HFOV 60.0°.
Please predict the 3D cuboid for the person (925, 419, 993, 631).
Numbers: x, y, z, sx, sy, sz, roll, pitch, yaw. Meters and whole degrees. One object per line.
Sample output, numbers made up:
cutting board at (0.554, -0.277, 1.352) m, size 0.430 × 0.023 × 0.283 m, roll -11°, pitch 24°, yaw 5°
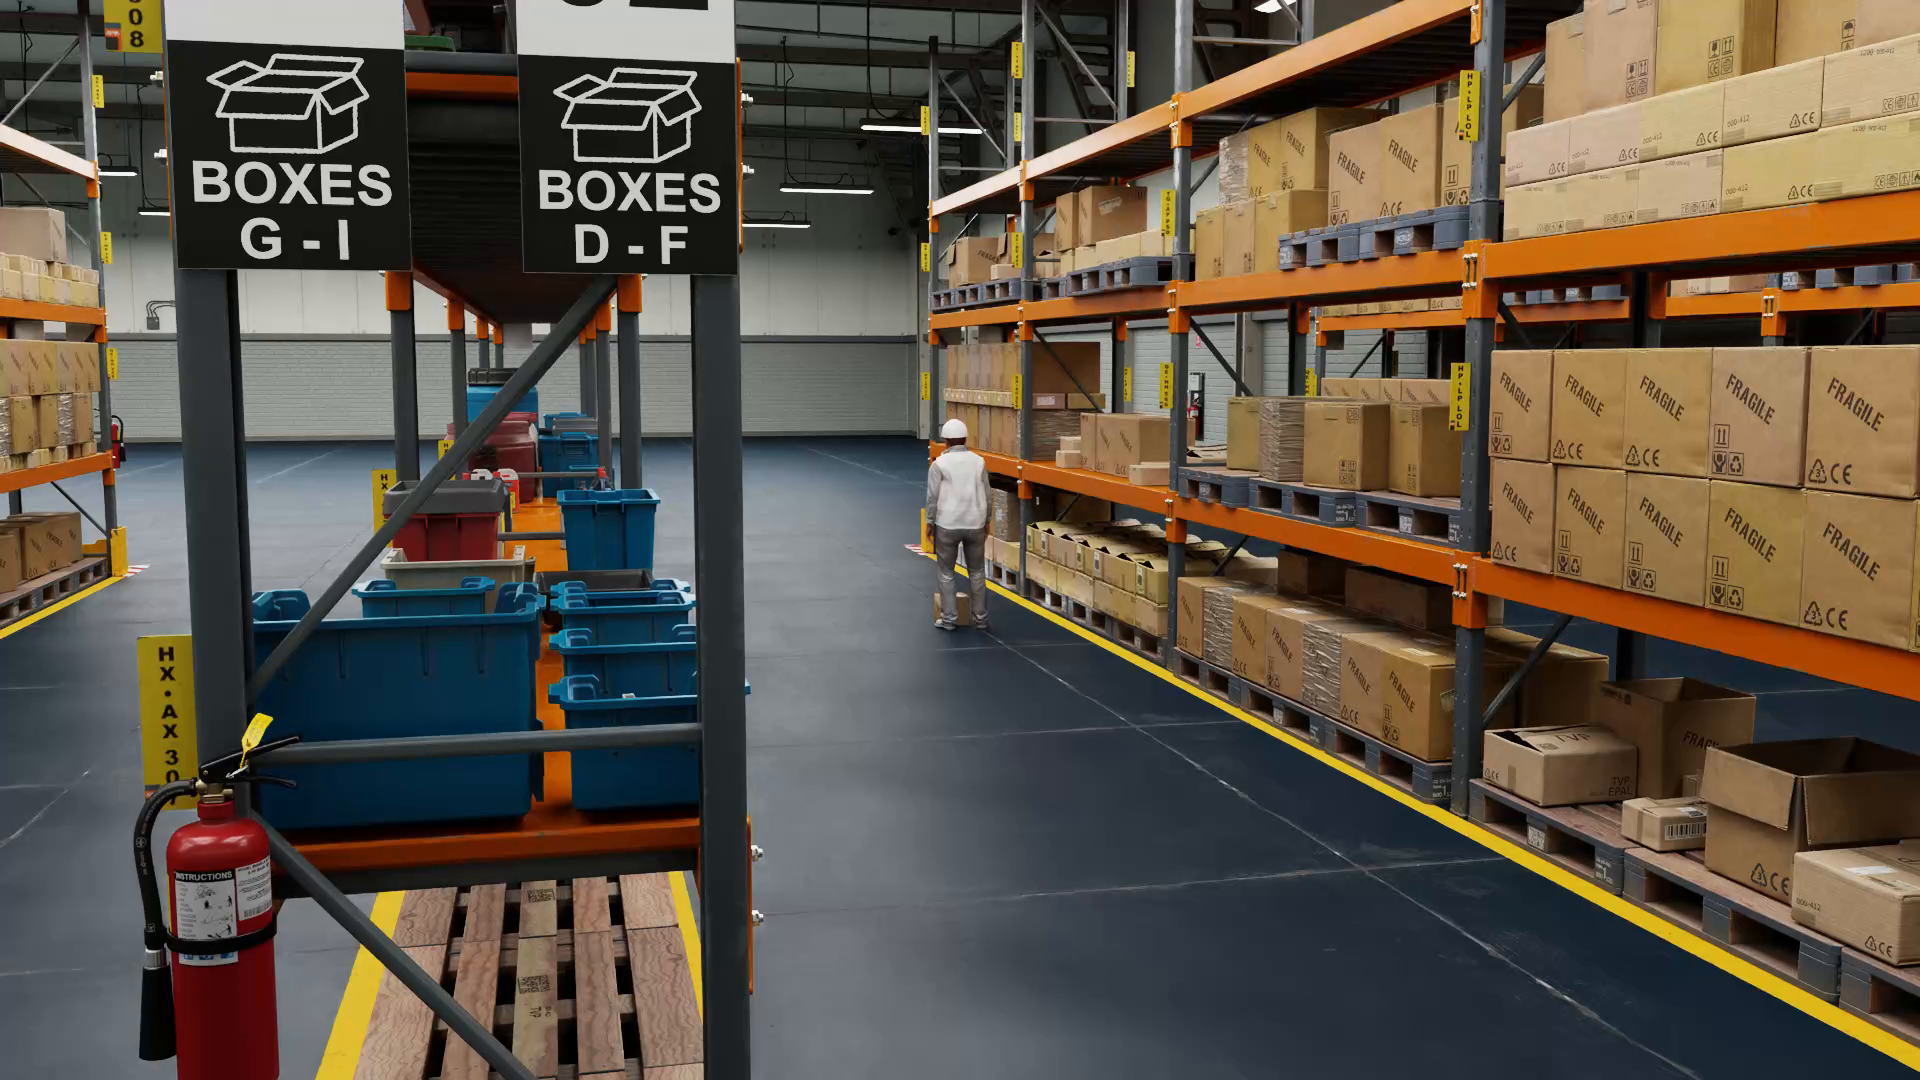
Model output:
person at (-0.009, -0.131, 14.046) m, size 0.592 × 1.773 × 0.458 m, roll -2°, pitch 6°, yaw -16°
